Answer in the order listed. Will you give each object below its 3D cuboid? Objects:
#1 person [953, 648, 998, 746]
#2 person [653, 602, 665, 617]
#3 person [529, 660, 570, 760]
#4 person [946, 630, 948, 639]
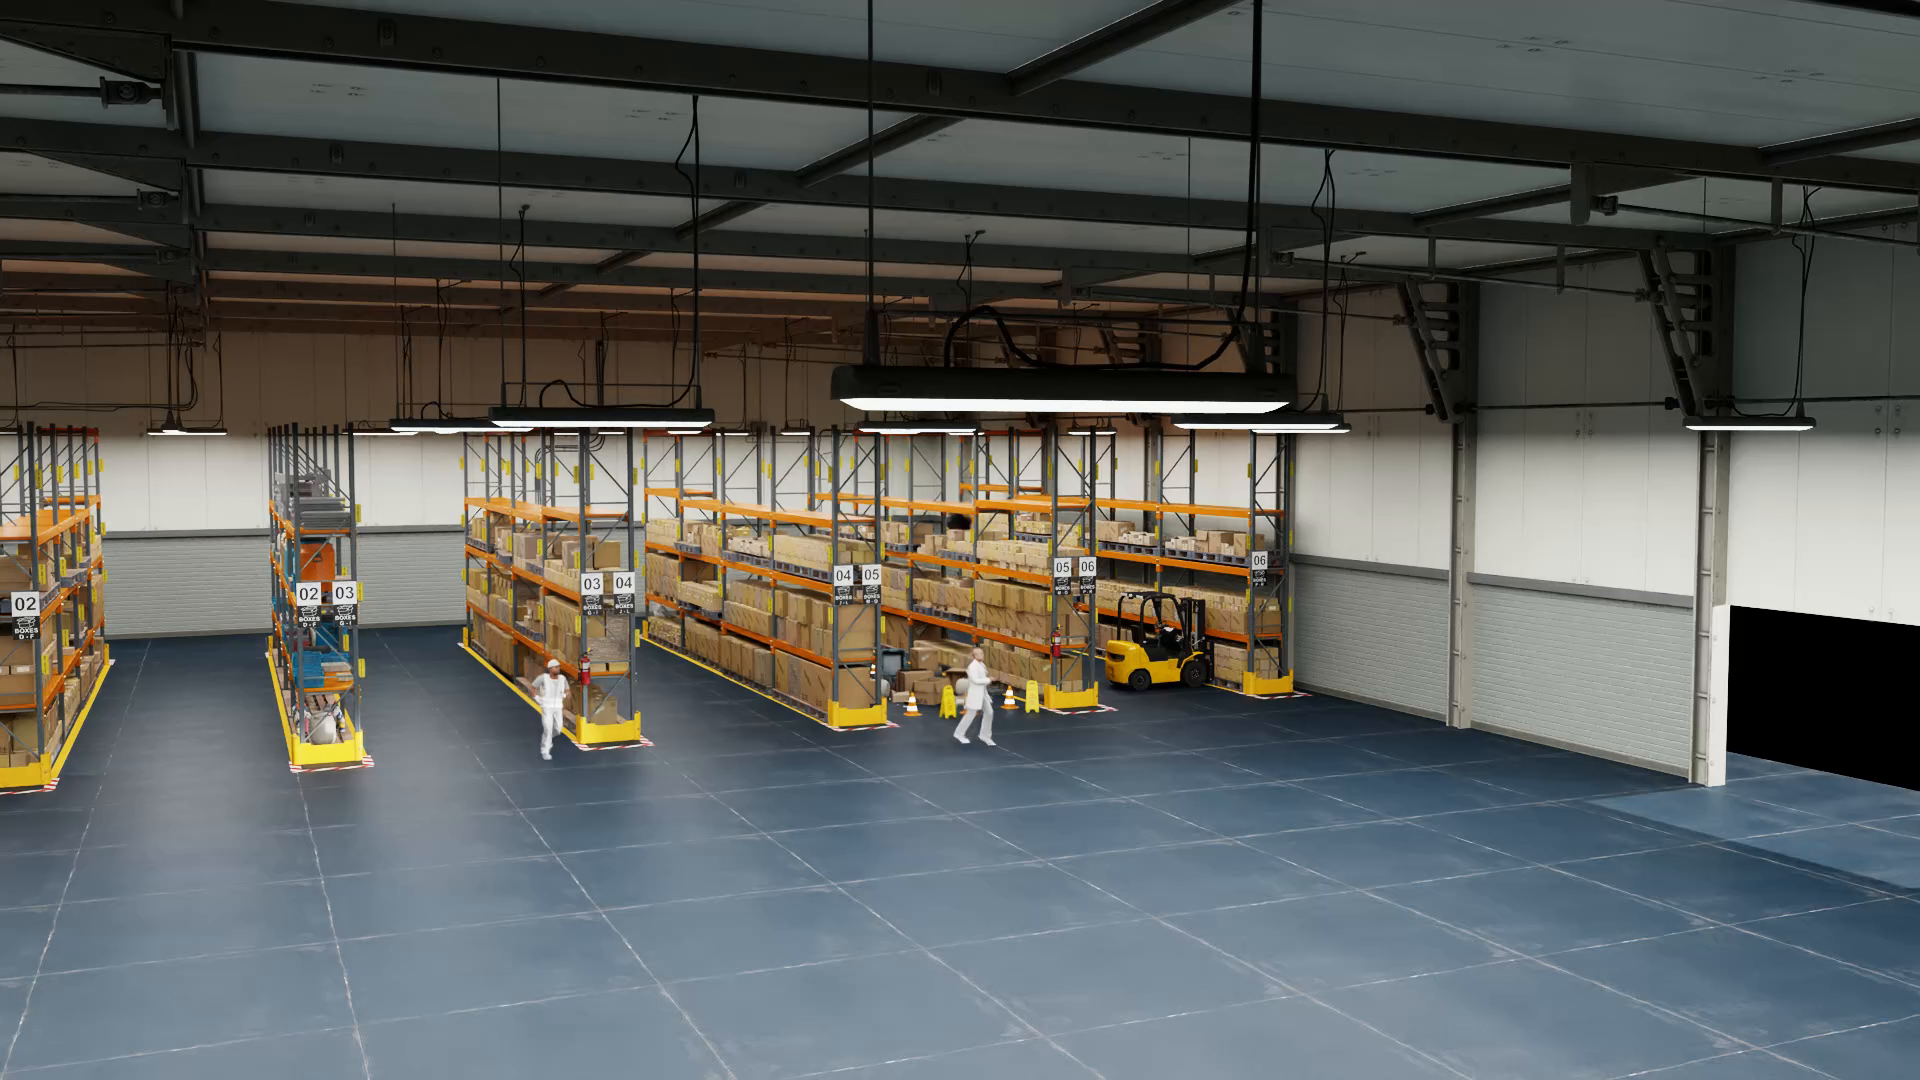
[{"bbox_3d":[0.296,2.986,30.991,0.882,1.772,0.692,1,4,21],"label":"person"},{"bbox_3d":[-8.931,1.825,49.256,0.634,1.830,0.713,3,5,44],"label":"person"},{"bbox_3d":[-7.371,3.034,30.069,0.715,1.749,0.877,-3,5,-39],"label":"person"},{"bbox_3d":[-0.432,2.025,46.359,0.682,1.749,0.687,-1,4,-23],"label":"person"}]
